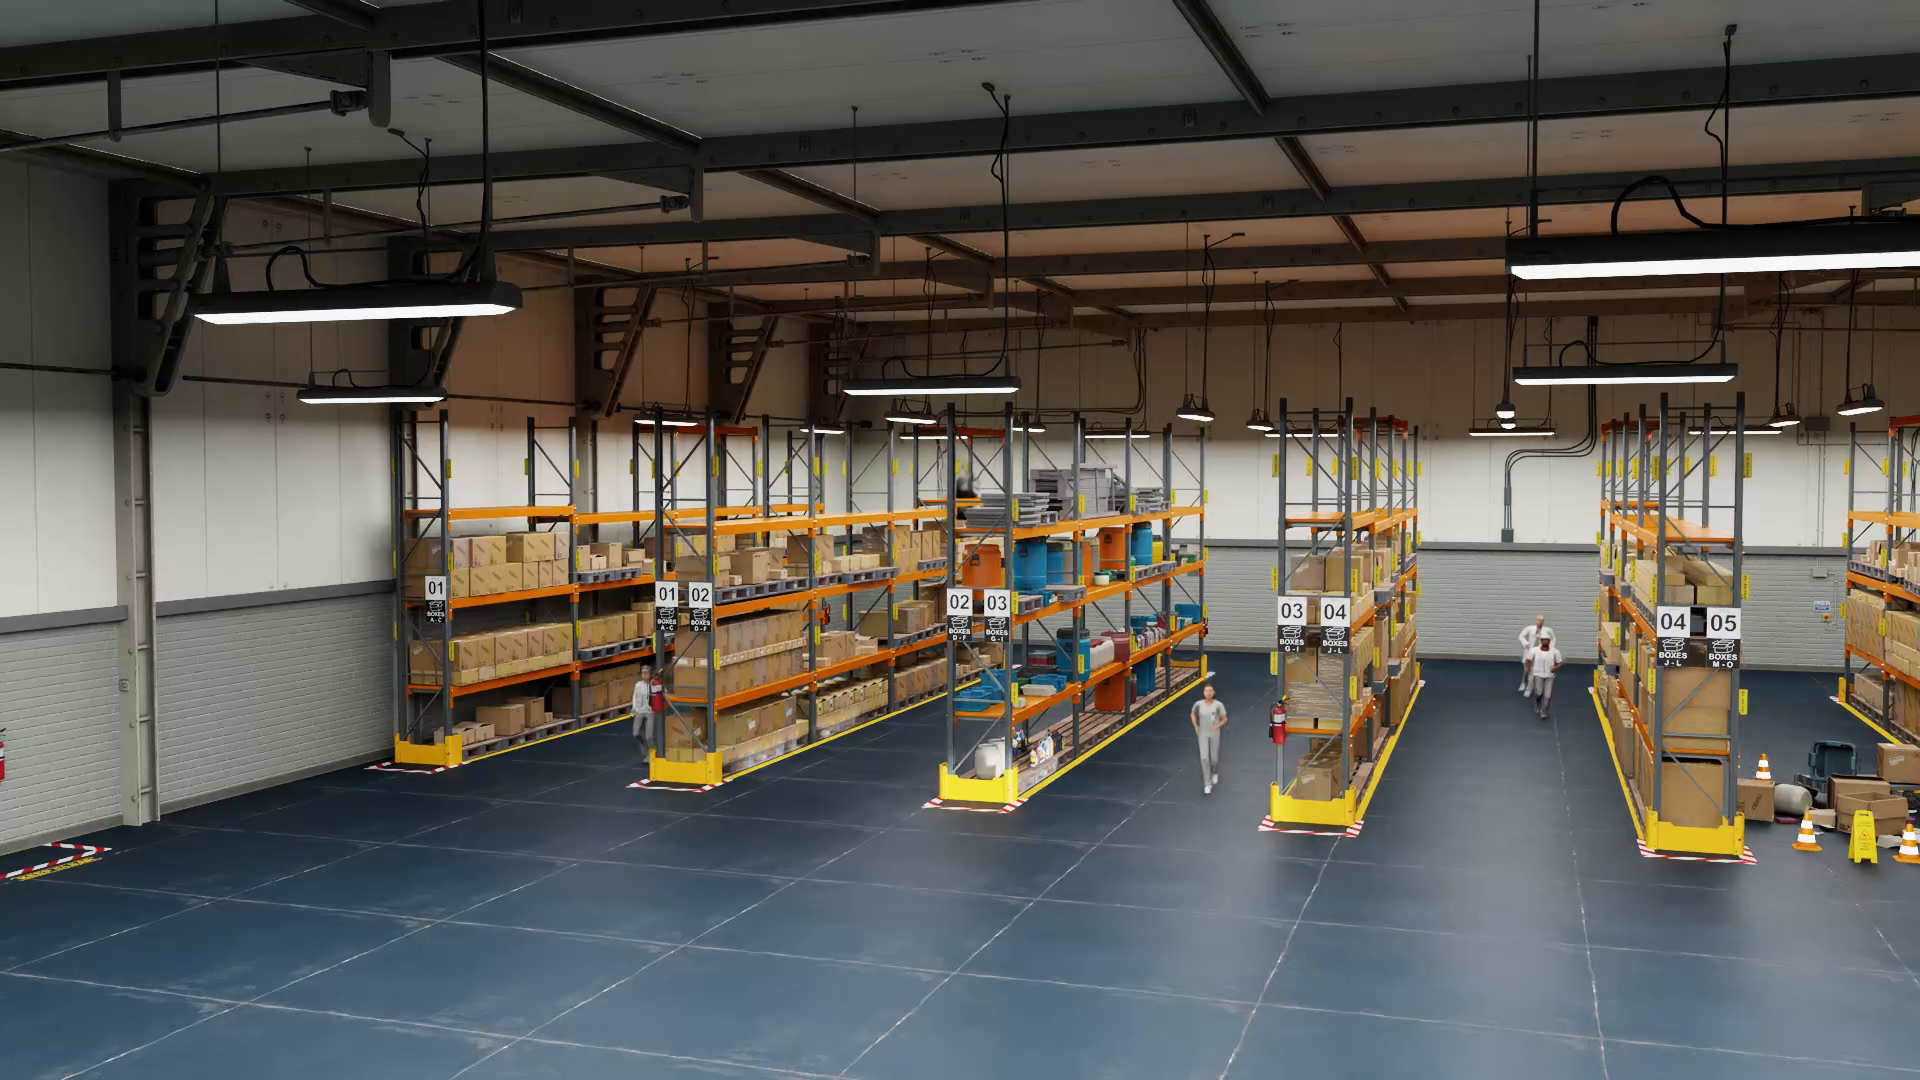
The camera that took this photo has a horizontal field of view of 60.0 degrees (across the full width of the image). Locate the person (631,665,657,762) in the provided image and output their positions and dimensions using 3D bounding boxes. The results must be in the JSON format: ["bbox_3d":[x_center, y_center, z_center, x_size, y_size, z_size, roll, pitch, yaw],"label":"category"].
[{"bbox_3d":[-5.374,2.959,28.323,0.605,1.659,0.535,1,2,12],"label":"person"}]

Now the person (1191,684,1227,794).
[{"bbox_3d":[3.871,3.062,25.887,0.574,1.663,0.769,1,3,13],"label":"person"}]

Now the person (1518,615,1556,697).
[{"bbox_3d":[12.712,2.565,36.694,0.761,1.696,1.047,1,3,24],"label":"person"}]

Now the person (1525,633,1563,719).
[{"bbox_3d":[11.641,2.724,33.136,0.703,1.730,0.585,1,3,17],"label":"person"}]
